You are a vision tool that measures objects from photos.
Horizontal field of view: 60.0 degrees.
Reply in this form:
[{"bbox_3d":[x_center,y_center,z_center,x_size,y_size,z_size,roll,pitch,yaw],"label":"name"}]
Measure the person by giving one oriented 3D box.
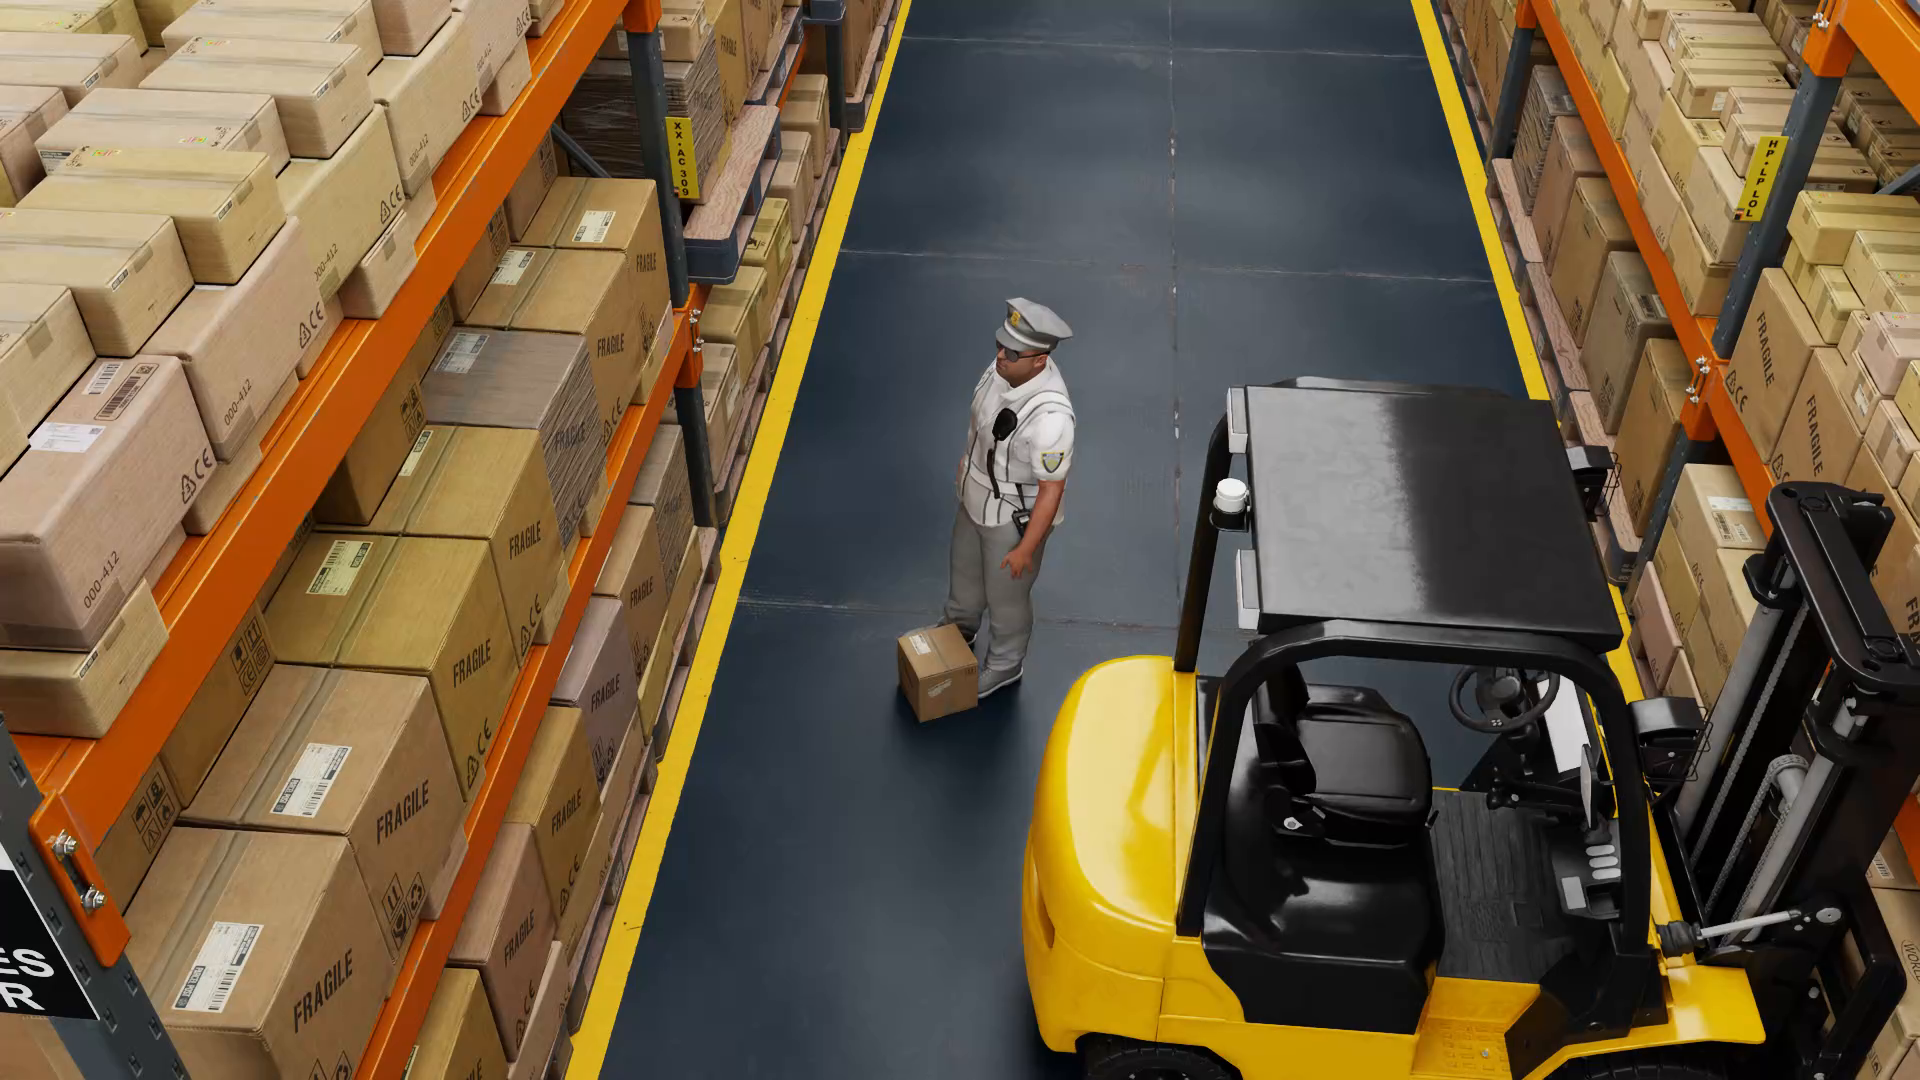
[{"bbox_3d":[0.101,-0.129,6.267,0.573,1.782,0.642,-13,41,-15],"label":"person"}]
